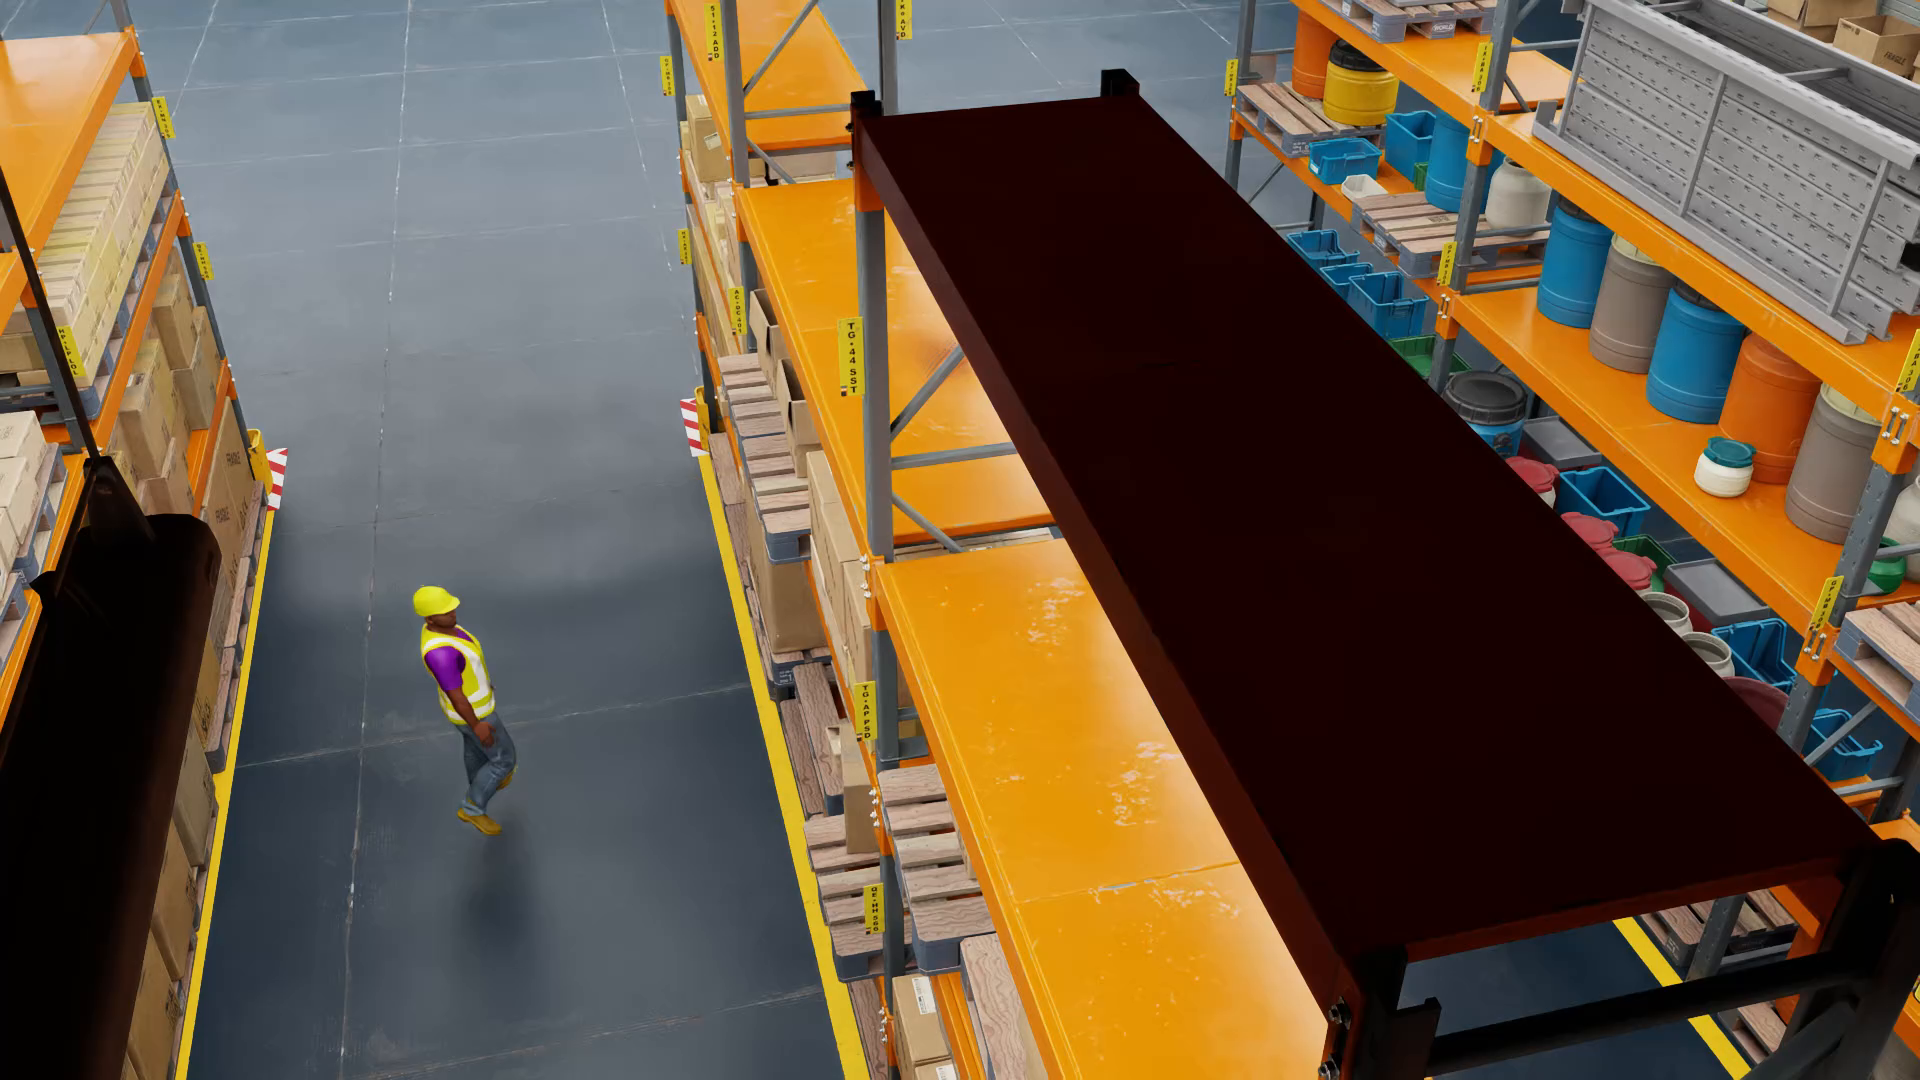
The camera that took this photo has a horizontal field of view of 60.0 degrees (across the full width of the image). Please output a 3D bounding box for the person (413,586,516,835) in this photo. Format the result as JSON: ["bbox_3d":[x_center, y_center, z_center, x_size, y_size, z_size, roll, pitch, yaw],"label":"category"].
[{"bbox_3d":[-3.109,1.055,10.510,0.462,1.757,0.680,-18,38,-24],"label":"person"}]
